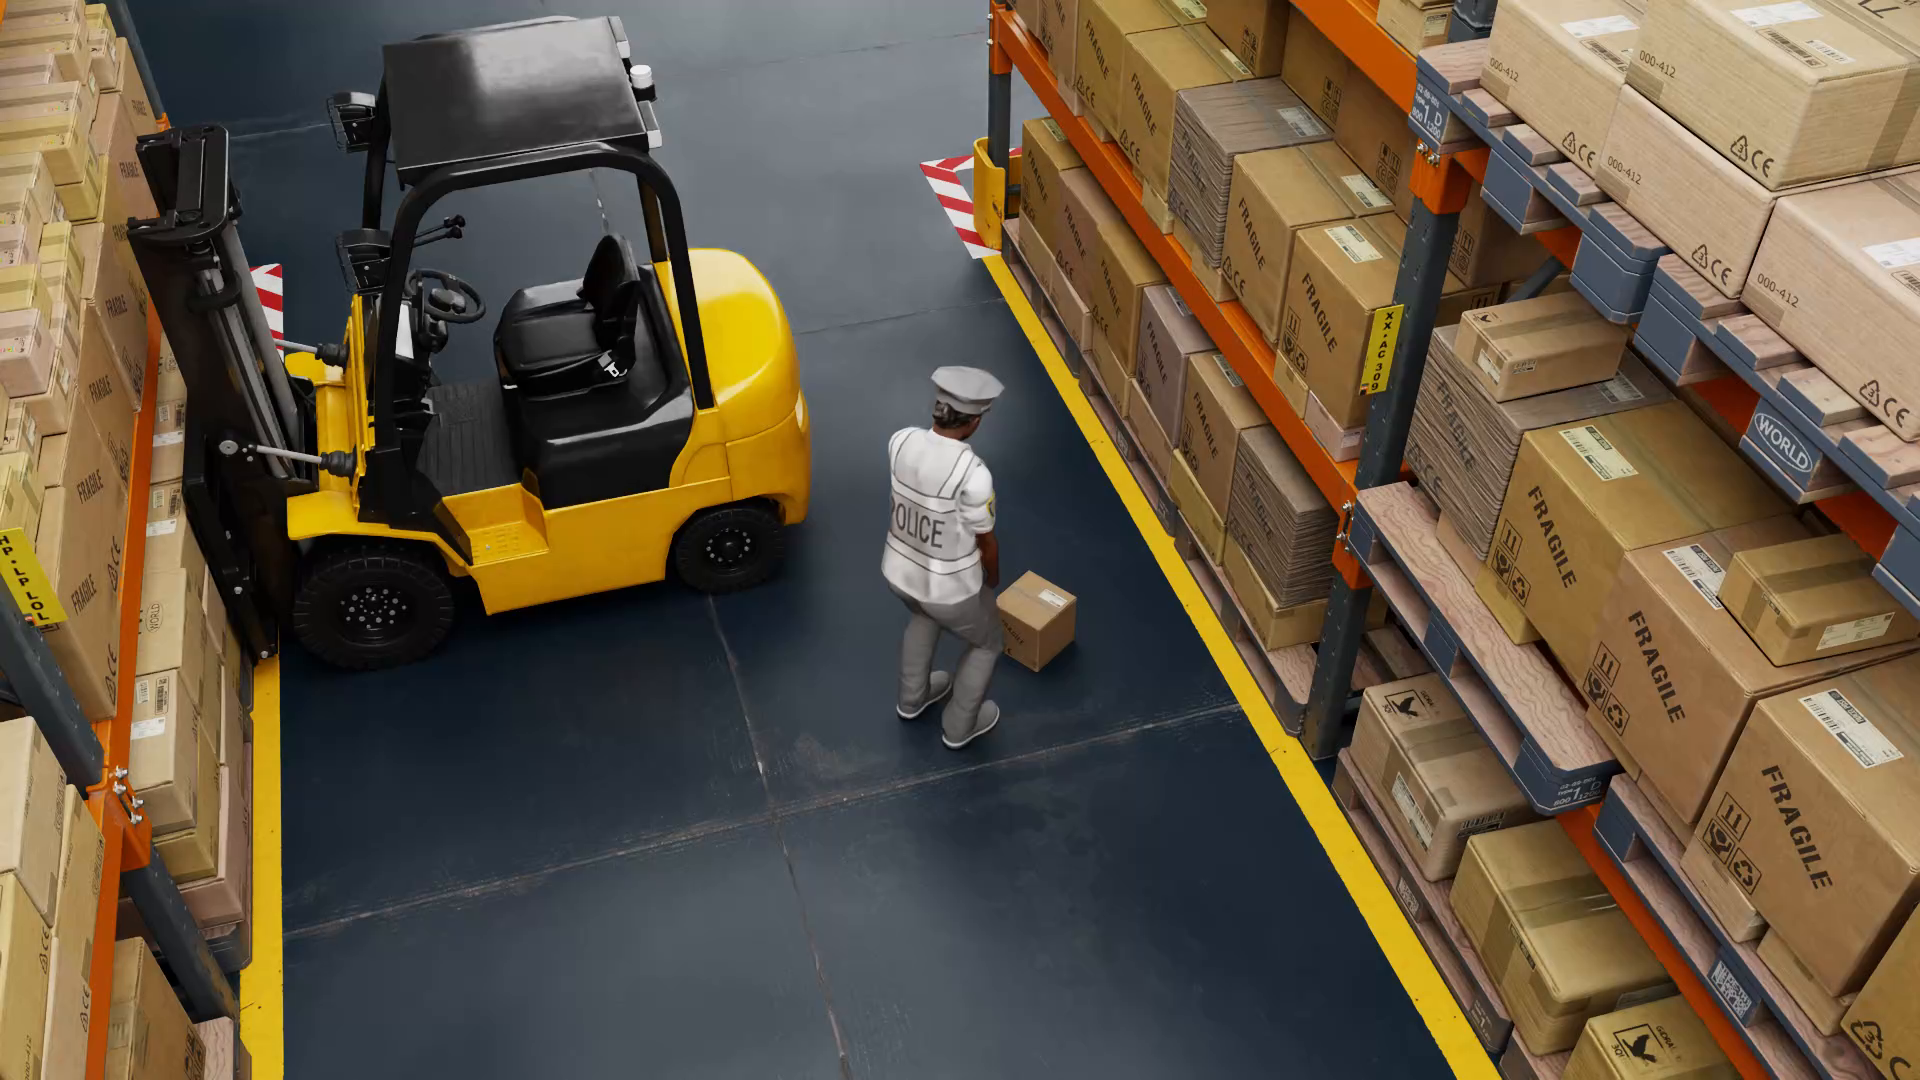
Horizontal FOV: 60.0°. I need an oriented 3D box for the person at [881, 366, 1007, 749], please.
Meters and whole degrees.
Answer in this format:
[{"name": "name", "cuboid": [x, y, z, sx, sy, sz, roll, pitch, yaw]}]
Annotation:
[{"name": "person", "cuboid": [-0.058, 0.083, 6.133, 0.469, 1.592, 0.500, 31, 51, 29]}]
